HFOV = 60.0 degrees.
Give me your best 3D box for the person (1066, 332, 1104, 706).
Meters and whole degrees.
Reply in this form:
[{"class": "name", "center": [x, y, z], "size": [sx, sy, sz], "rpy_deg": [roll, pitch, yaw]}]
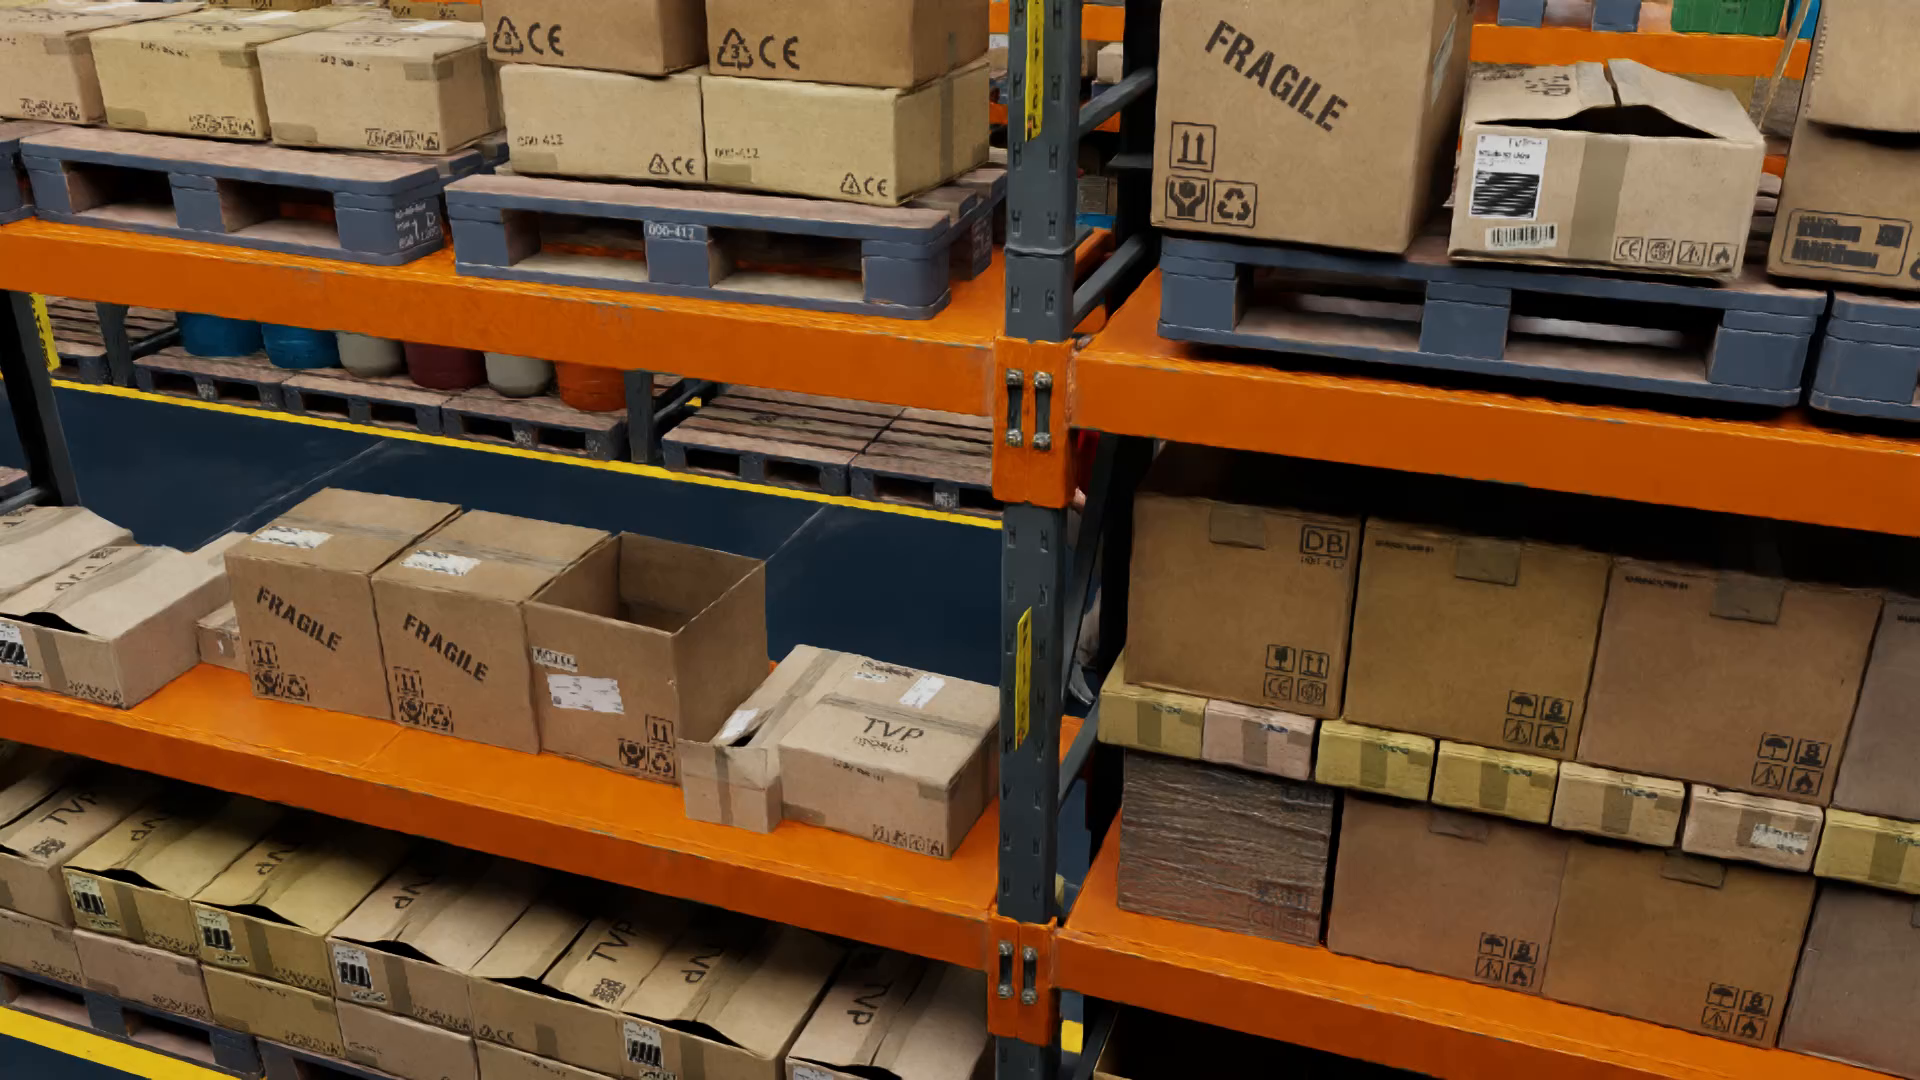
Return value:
[{"class": "person", "center": [0.662, -0.118, 7.425], "size": [0.508, 1.696, 0.717], "rpy_deg": [6, 26, 12]}]
